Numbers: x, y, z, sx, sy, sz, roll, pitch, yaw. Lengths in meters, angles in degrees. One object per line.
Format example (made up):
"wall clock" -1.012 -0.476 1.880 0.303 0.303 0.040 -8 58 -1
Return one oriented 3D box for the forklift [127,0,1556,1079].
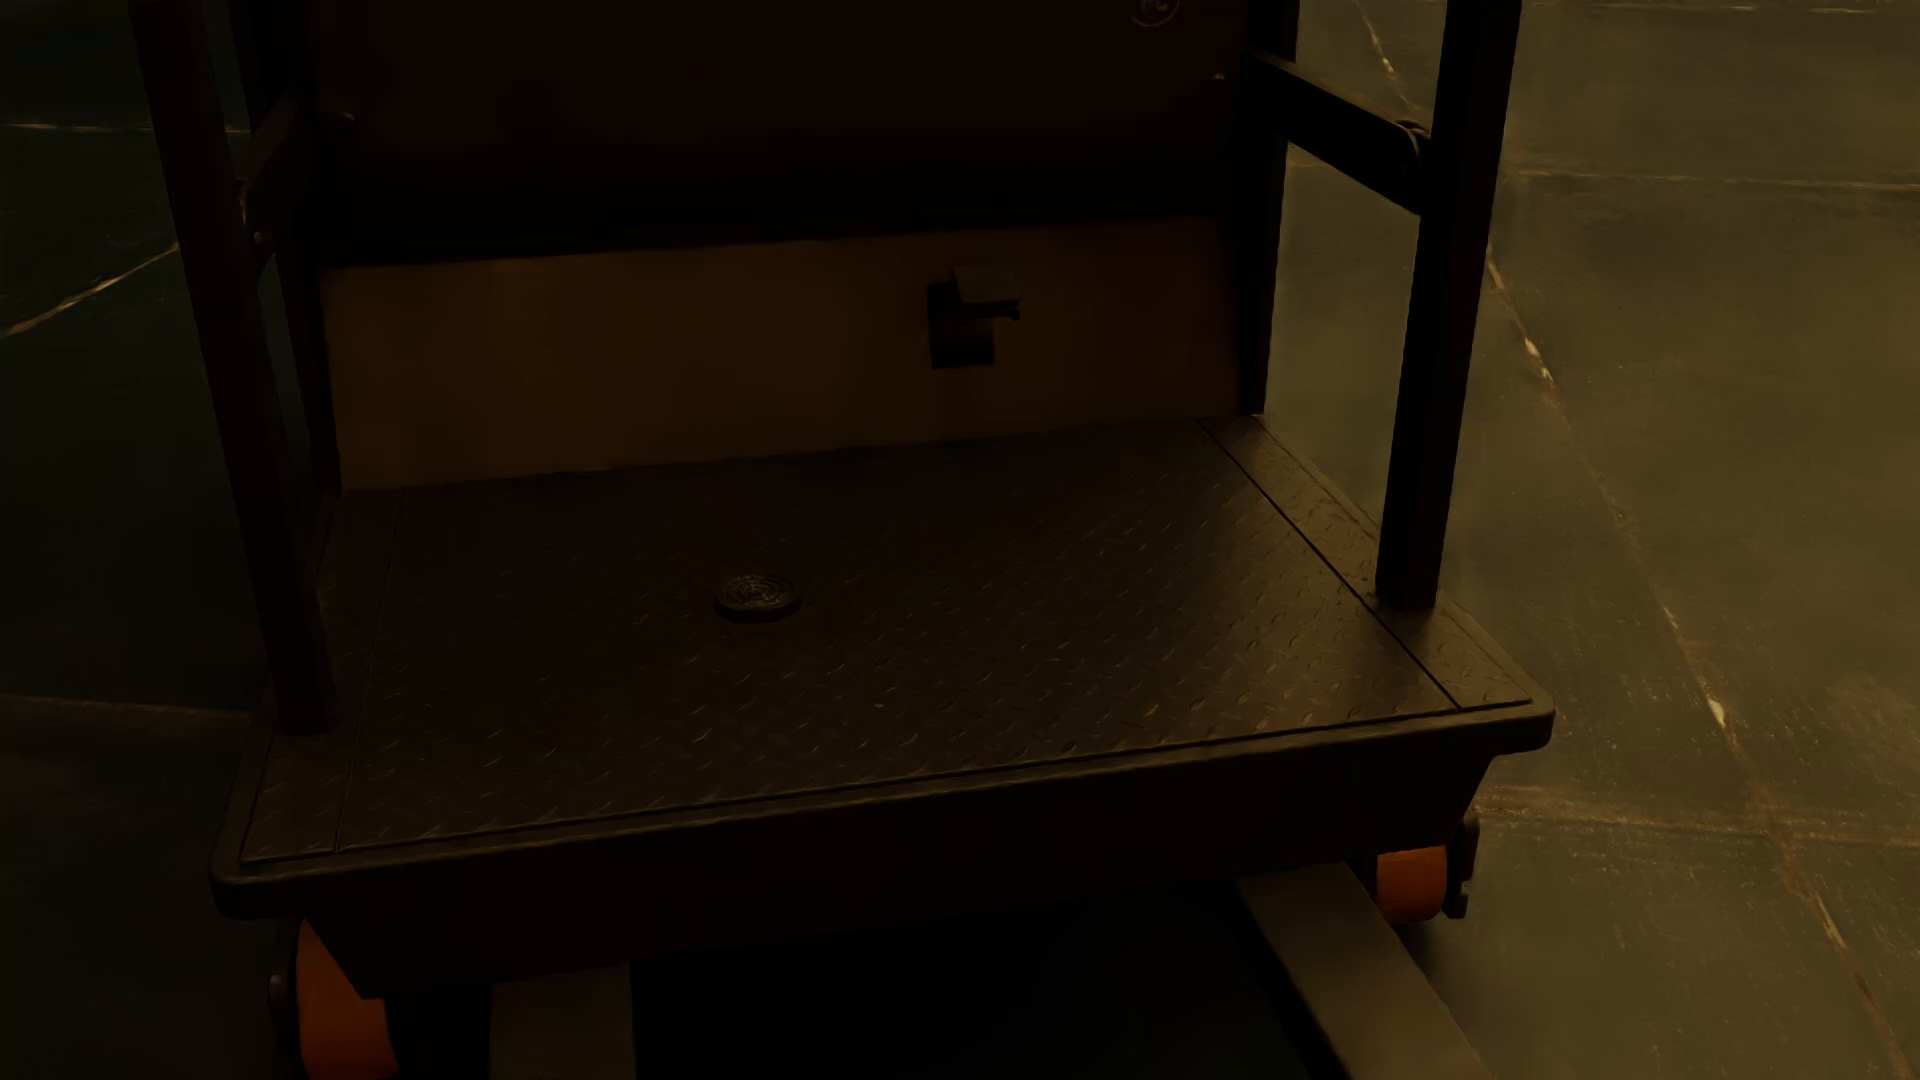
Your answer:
"forklift" -0.118 -1.002 1.225 1.130 2.935 3.031 -6 27 -11
